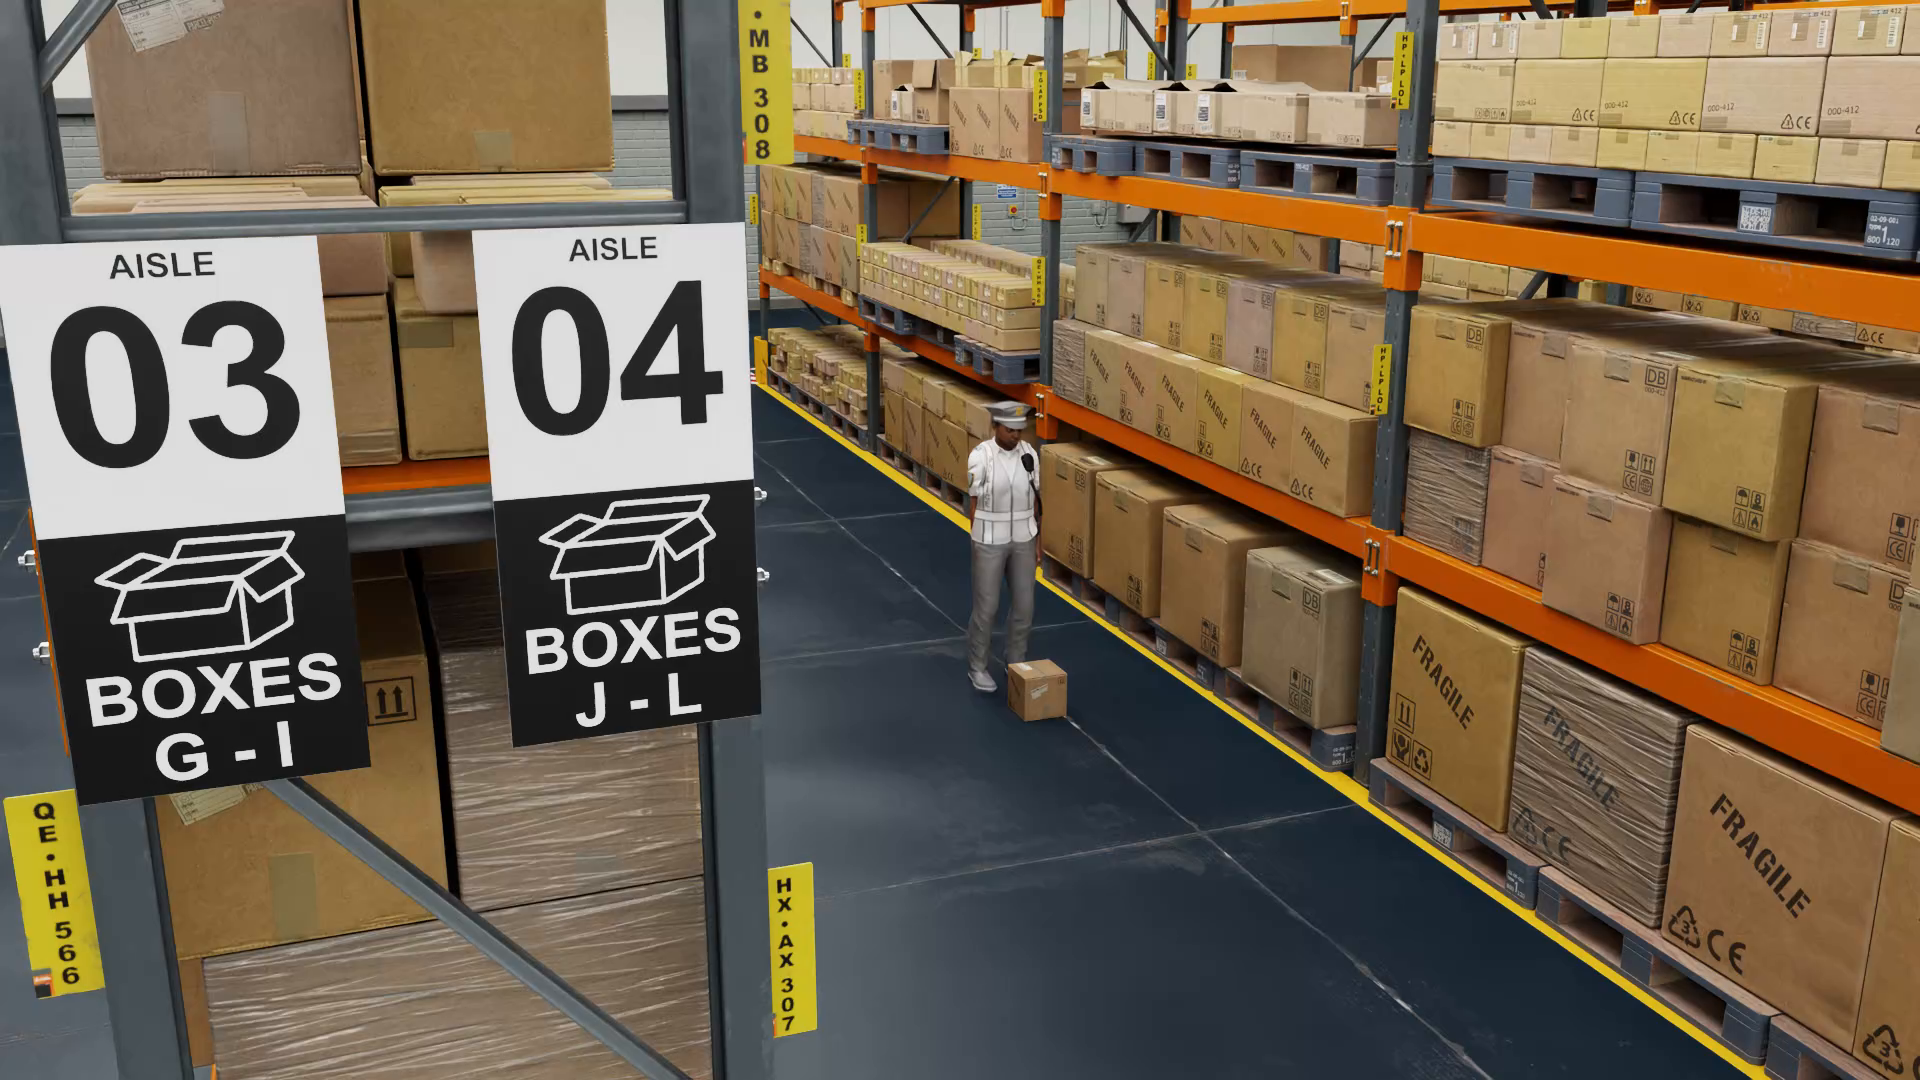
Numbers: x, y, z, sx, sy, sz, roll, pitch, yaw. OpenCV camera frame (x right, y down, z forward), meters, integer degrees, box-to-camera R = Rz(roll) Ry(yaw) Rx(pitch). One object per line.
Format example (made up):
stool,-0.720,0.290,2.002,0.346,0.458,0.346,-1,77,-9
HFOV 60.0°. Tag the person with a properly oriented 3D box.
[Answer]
person,0.266,0.028,9.447,0.439,1.659,0.341,-6,17,-19
